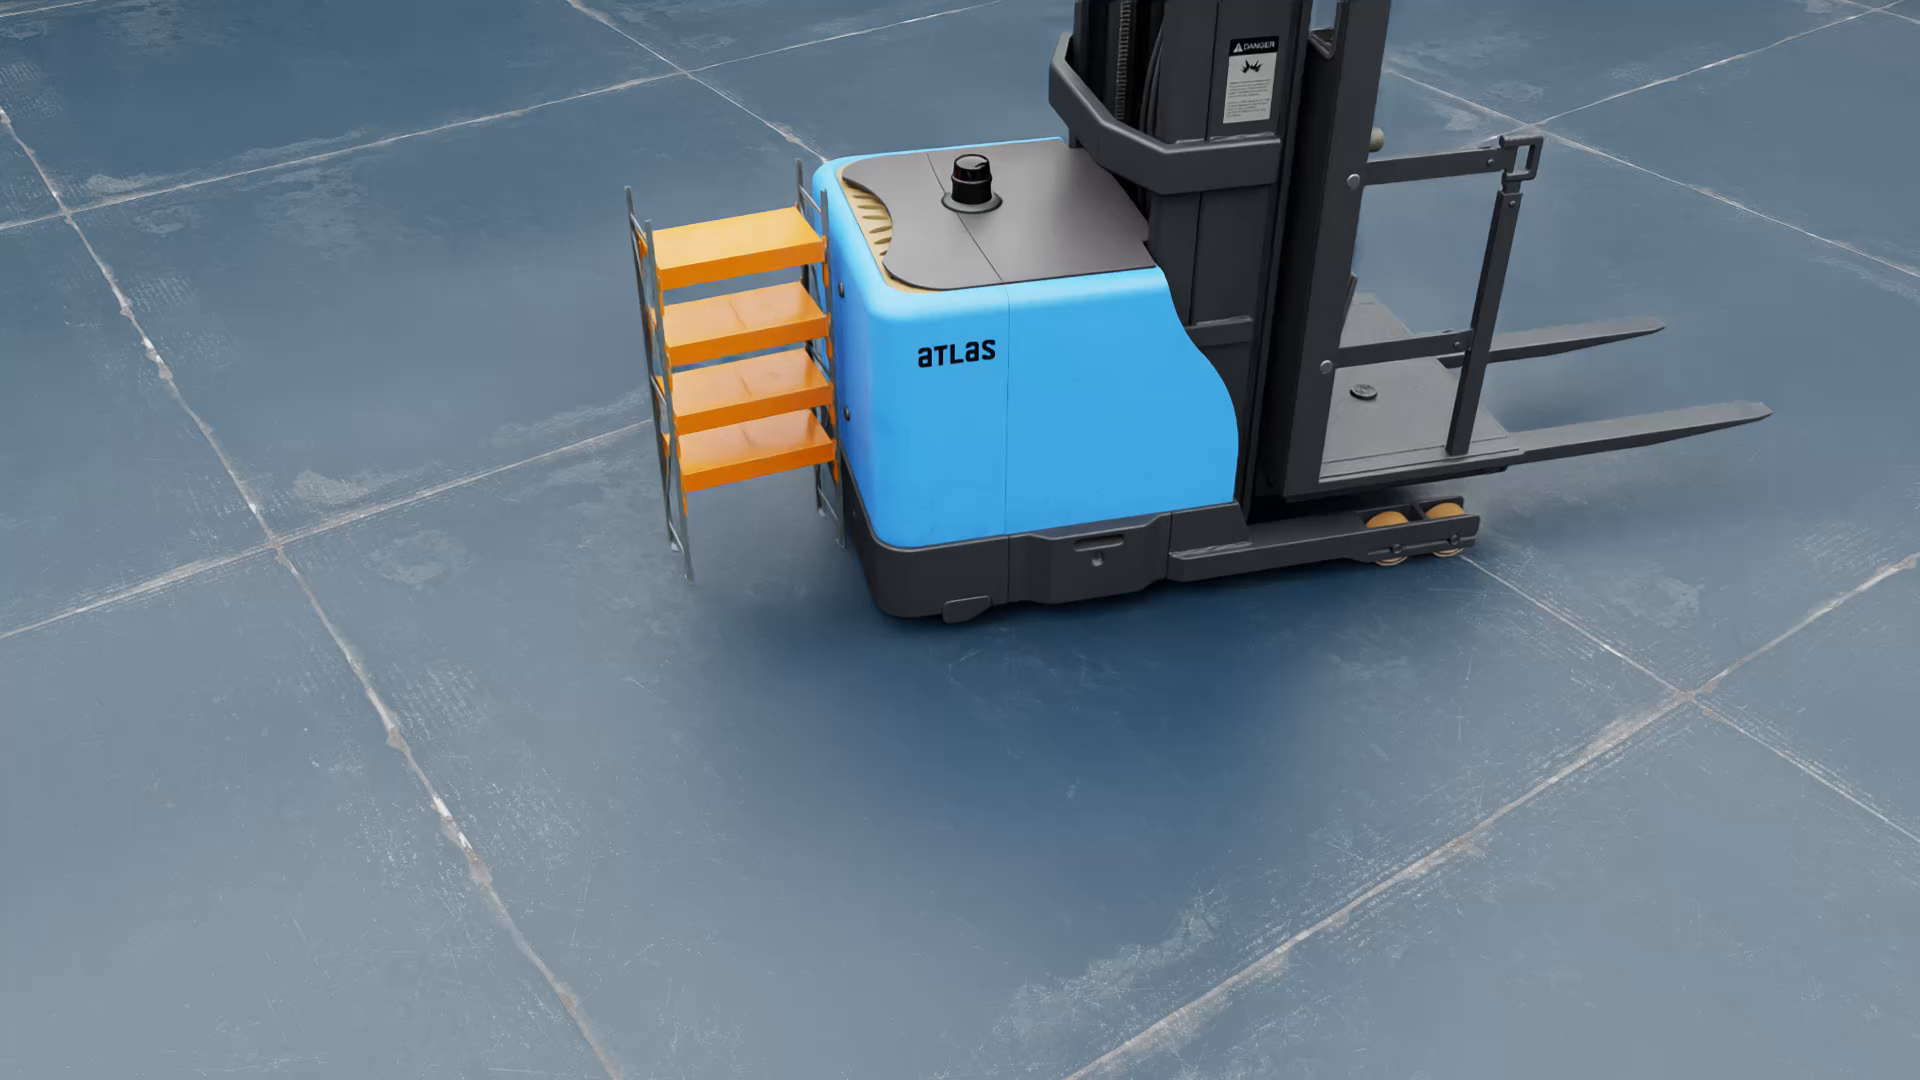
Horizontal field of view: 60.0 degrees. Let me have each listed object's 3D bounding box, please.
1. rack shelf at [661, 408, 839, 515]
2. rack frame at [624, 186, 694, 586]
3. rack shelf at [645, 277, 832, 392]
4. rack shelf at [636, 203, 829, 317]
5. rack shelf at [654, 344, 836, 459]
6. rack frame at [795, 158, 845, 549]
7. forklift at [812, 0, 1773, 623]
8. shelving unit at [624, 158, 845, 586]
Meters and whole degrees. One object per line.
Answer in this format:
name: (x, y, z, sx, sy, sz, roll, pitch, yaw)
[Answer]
rack shelf: (-0.638, -0.253, 5.029, 0.480, 0.148, 0.258, -14, 38, -18)
rack frame: (-0.863, -0.414, 4.797, 0.015, 1.200, 0.240, -14, 38, -18)
rack shelf: (-0.638, -0.596, 4.783, 0.480, 0.148, 0.258, -14, 38, -18)
rack shelf: (-0.638, -0.788, 4.644, 0.480, 0.148, 0.258, -14, 38, -18)
rack shelf: (-0.638, -0.414, 4.913, 0.480, 0.148, 0.258, -14, 38, -18)
rack frame: (-0.413, -0.524, 4.950, 0.015, 1.200, 0.240, -14, 38, -18)
forklift: (1.116, -1.402, 4.689, 3.031, 2.935, 1.130, -8, 37, -11)
shelving unit: (-0.638, -0.469, 4.874, 0.503, 1.200, 0.258, -14, 38, -18)
